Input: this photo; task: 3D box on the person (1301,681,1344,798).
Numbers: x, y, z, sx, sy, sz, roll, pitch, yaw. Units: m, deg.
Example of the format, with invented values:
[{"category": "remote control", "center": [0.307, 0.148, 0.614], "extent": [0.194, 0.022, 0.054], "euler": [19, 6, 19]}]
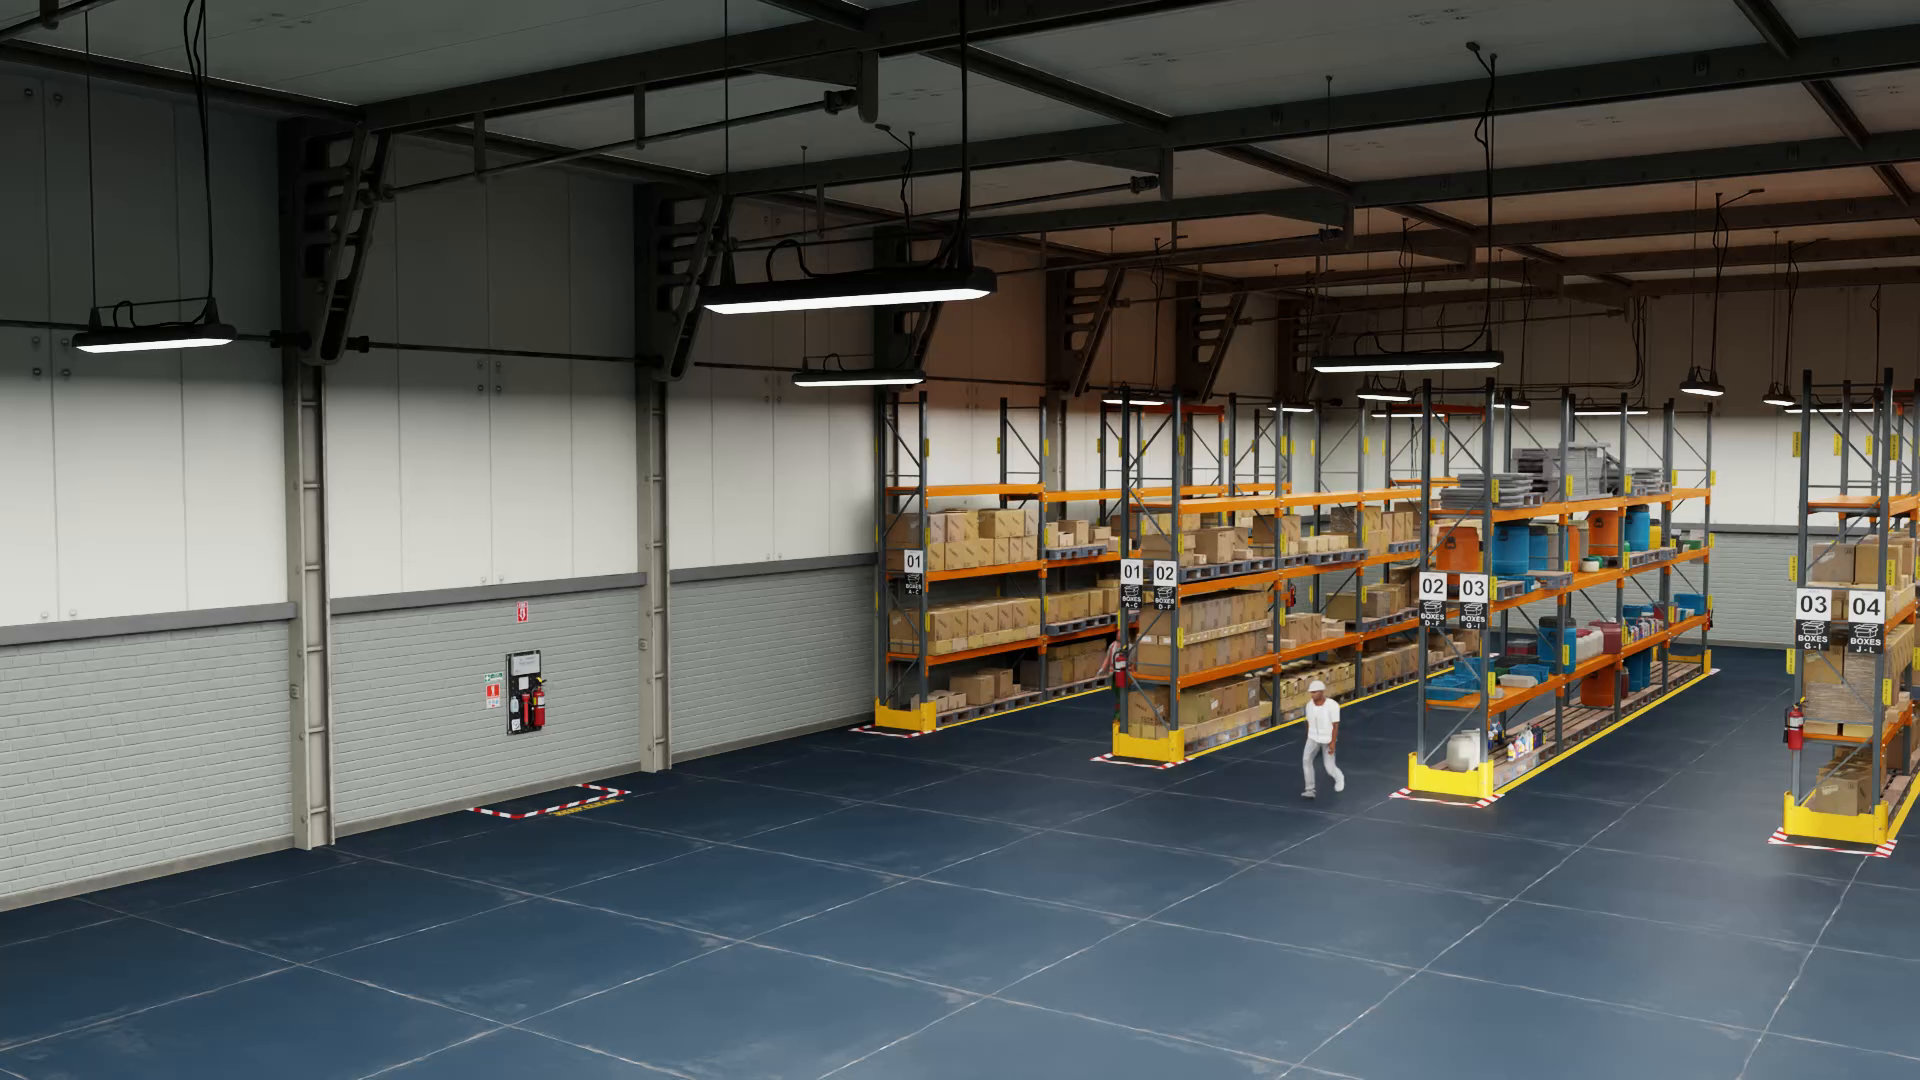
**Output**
[{"category": "person", "center": [5.189, 2.850, 23.925], "extent": [0.565, 1.656, 1.039], "euler": [3, 4, 39]}]

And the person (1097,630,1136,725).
[{"category": "person", "center": [2.839, 2.438, 30.113], "extent": [0.634, 1.725, 1.055], "euler": [2, 4, 29]}]
